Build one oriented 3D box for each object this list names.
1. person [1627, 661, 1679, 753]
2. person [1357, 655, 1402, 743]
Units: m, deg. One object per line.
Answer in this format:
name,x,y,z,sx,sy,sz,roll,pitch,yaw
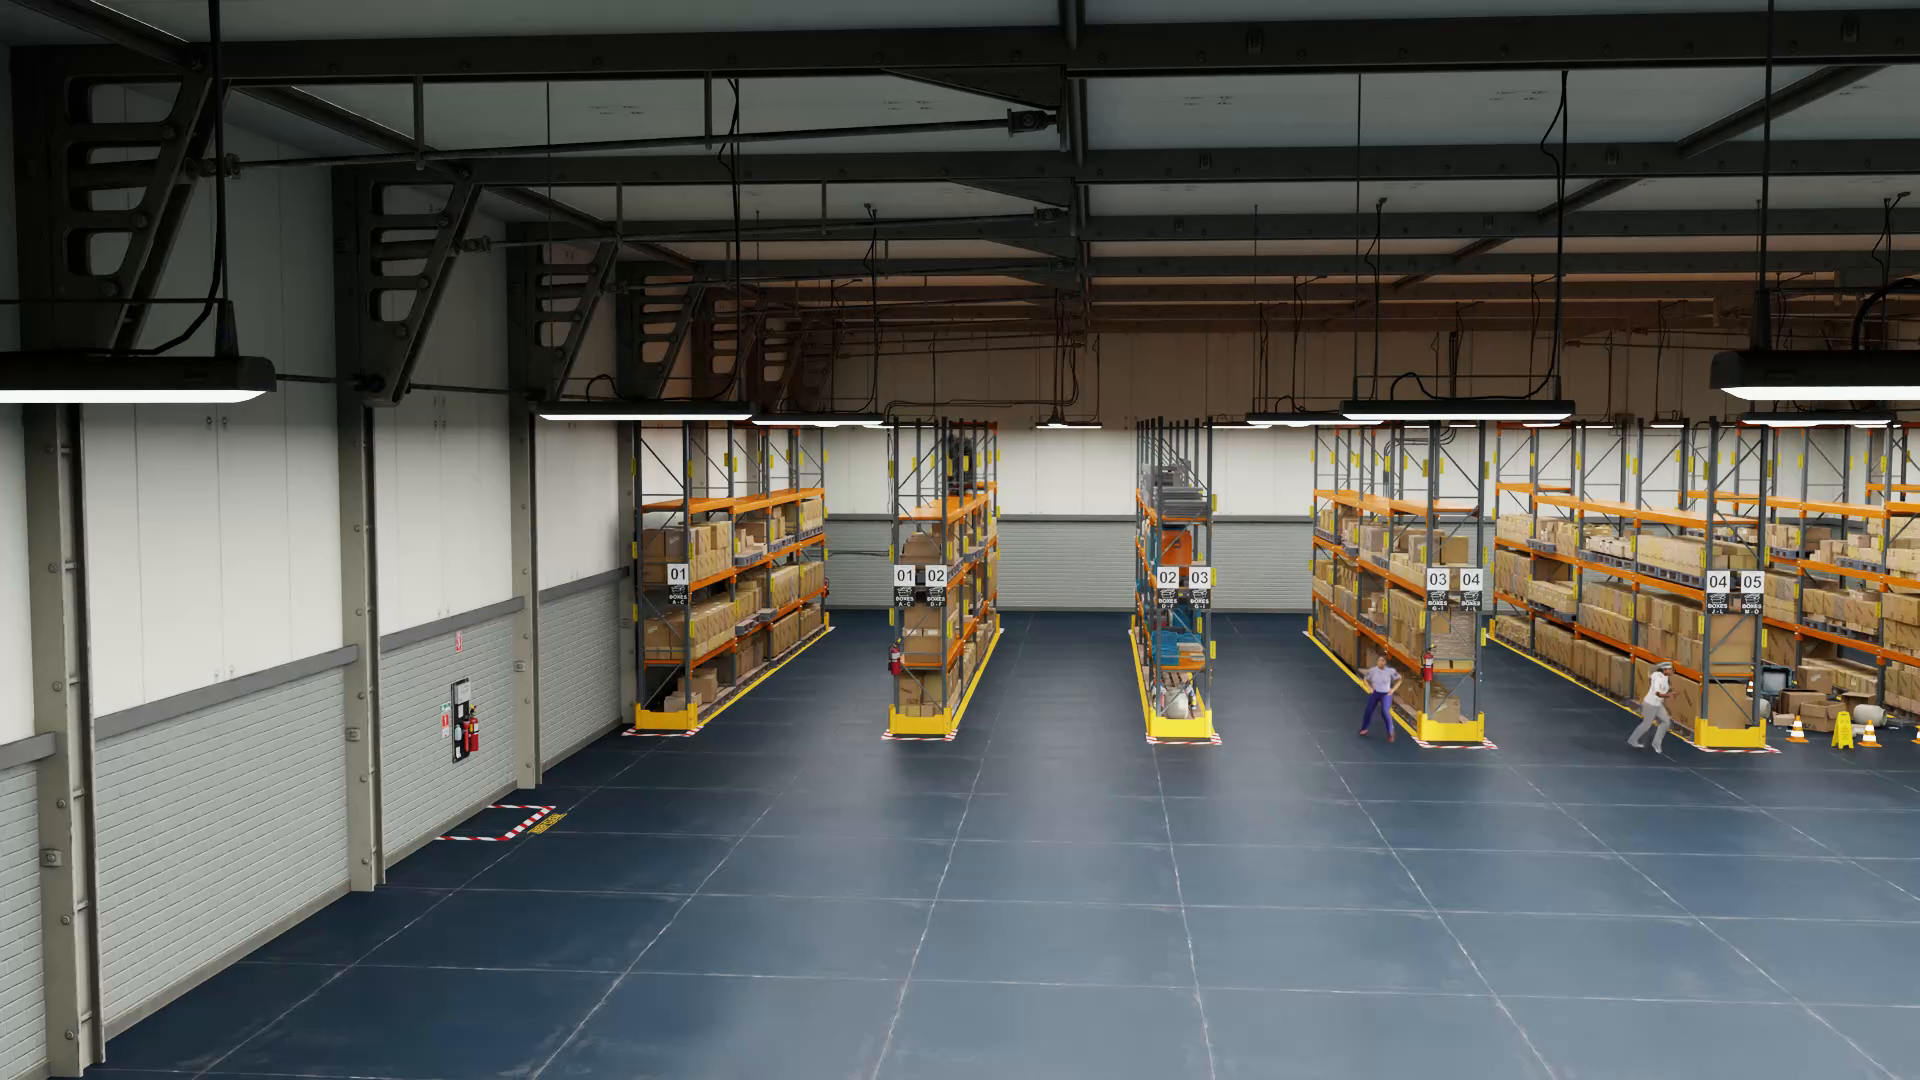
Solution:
person,12.390,2.995,29.696,0.865,1.709,0.566,3,5,38
person,7.777,2.924,30.881,0.815,1.622,0.699,2,4,24
